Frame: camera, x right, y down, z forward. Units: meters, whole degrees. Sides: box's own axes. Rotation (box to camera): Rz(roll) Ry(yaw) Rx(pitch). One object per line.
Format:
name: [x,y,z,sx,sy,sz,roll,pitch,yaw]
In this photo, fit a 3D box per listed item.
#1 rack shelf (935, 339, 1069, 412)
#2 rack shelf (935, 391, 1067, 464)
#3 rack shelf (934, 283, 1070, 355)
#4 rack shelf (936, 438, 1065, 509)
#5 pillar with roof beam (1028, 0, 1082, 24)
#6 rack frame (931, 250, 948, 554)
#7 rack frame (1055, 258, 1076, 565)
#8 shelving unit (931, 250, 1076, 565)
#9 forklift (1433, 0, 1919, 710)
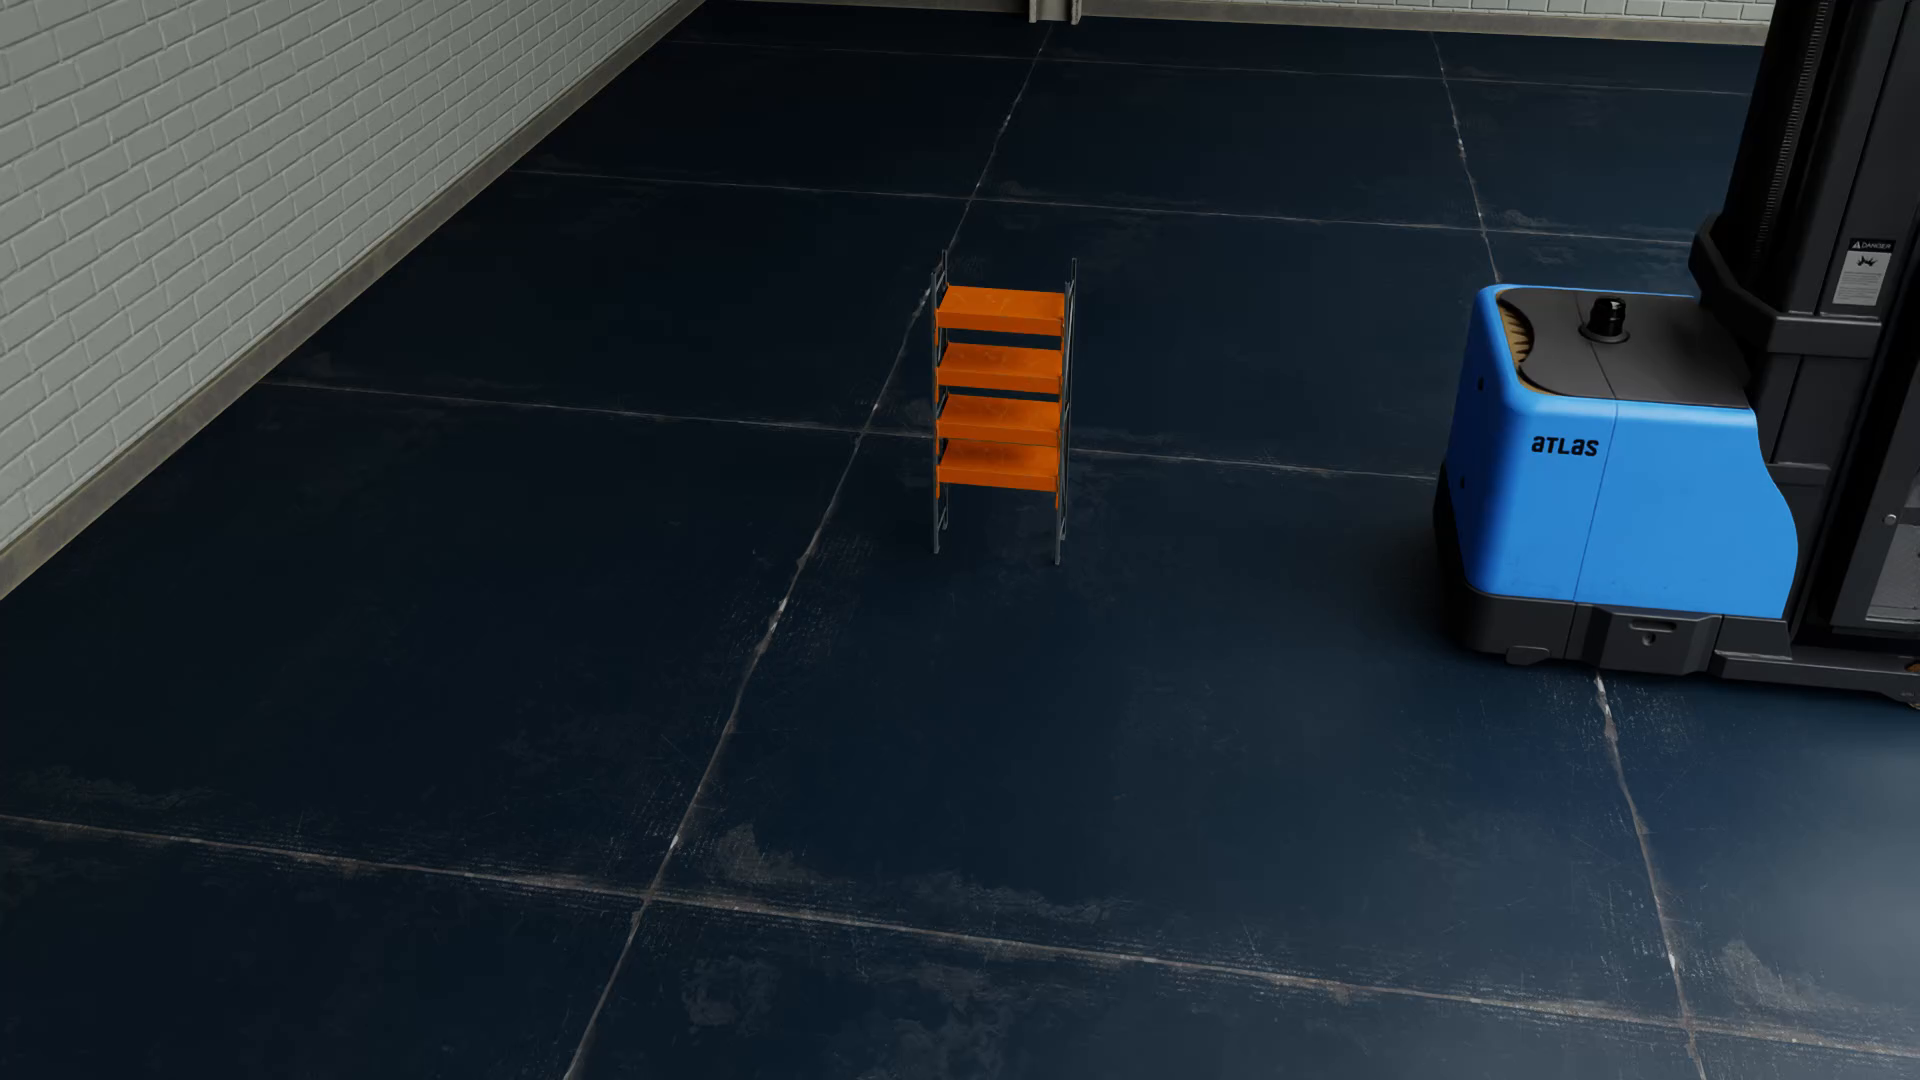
rack shelf: [0.163,-0.626,6.325,0.480,0.148,0.258,5,32,8]
rack shelf: [0.163,-0.437,6.444,0.480,0.148,0.258,5,32,8]
rack shelf: [0.163,-0.827,6.200,0.480,0.148,0.258,5,32,8]
rack shelf: [0.163,-0.268,6.549,0.480,0.148,0.258,5,32,8]
pillar with roof beam: [0.050,-5.809,7.549,0.400,9.000,9.100,5,32,8]
rack frame: [-0.077,-0.516,6.443,0.015,1.200,0.240,5,32,8]
rack frame: [0.404,-0.472,6.373,0.015,1.200,0.240,5,32,8]
shelving unit: [0.163,-0.494,6.408,0.503,1.200,0.258,5,32,8]
forklift: [3.356,-0.936,5.483,3.031,2.935,1.130,5,32,8]
